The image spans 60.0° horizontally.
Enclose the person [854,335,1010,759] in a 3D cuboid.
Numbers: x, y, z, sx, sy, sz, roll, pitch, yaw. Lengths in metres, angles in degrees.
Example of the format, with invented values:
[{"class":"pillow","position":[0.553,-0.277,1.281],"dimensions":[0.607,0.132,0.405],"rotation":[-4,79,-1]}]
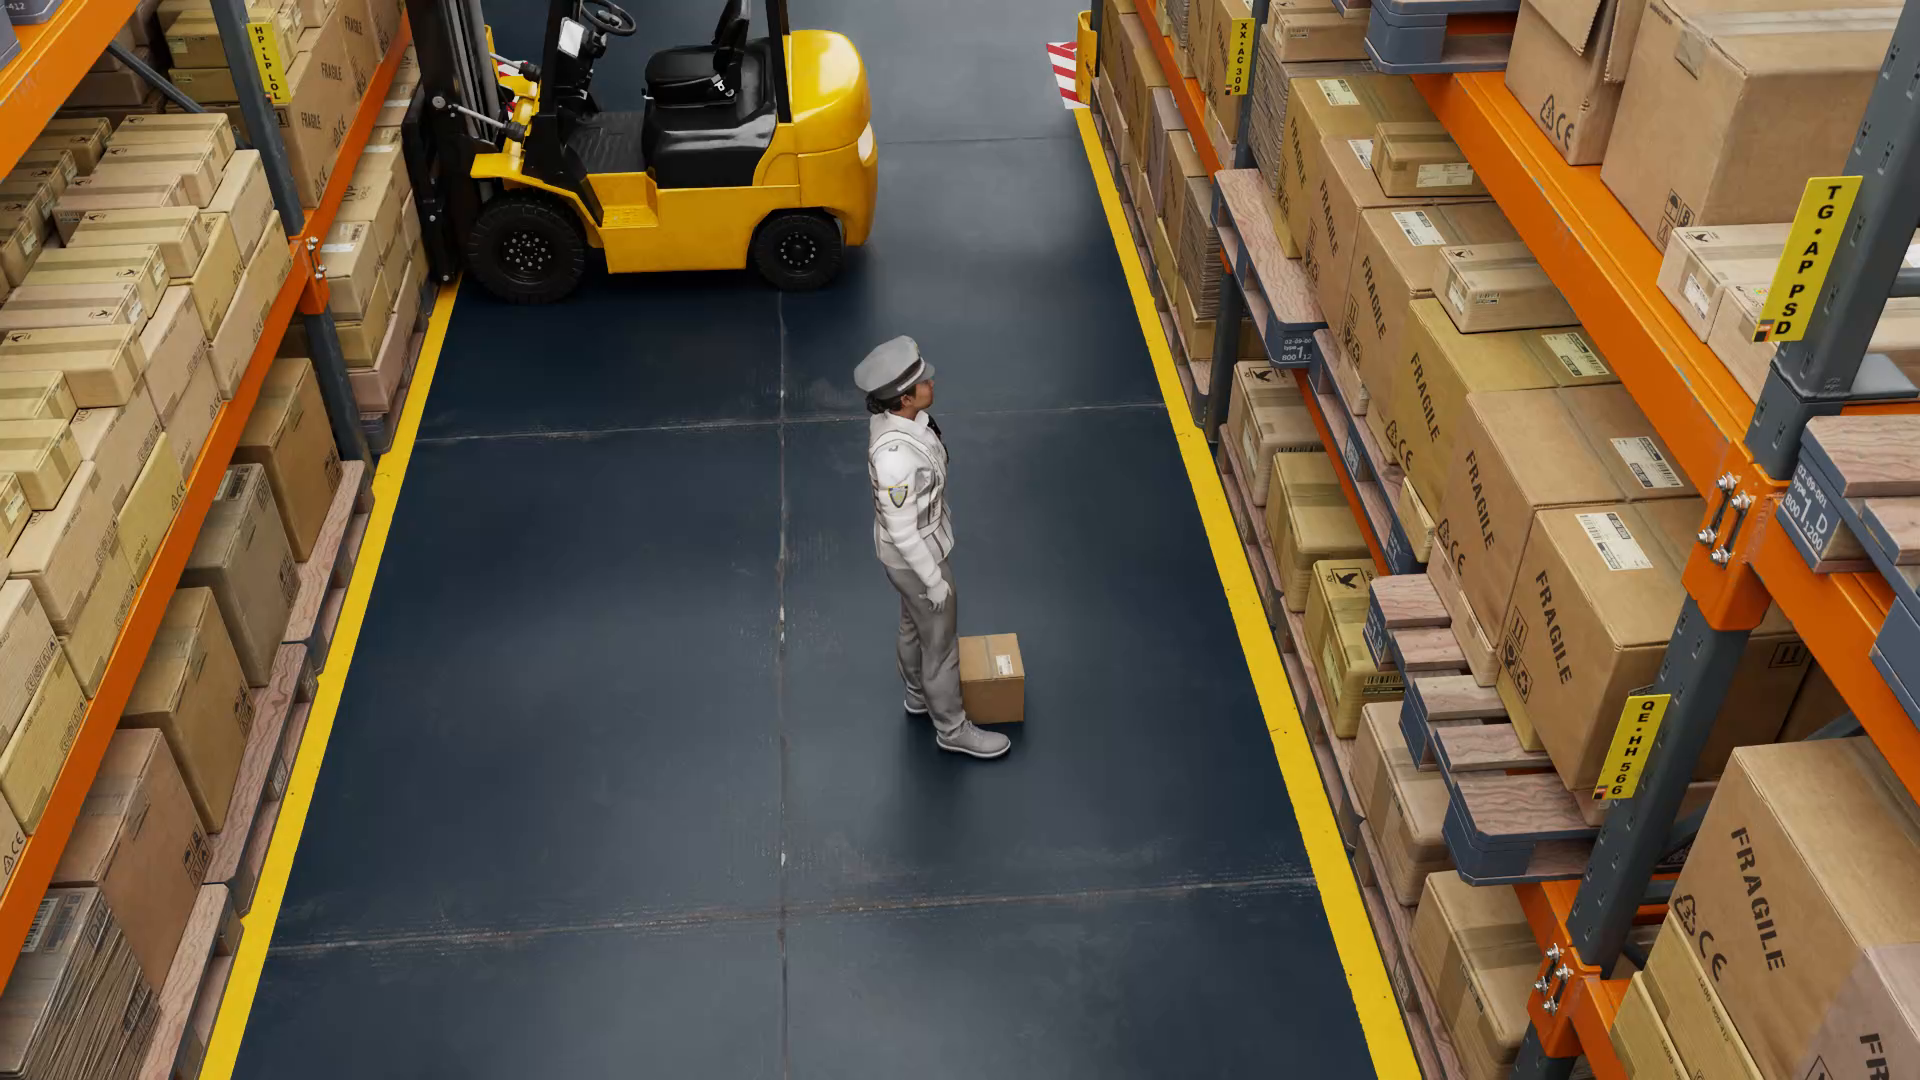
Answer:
[{"class":"person","position":[-0.091,0.018,6.093],"dimensions":[0.533,1.697,0.588],"rotation":[-3,39,-4]}]
